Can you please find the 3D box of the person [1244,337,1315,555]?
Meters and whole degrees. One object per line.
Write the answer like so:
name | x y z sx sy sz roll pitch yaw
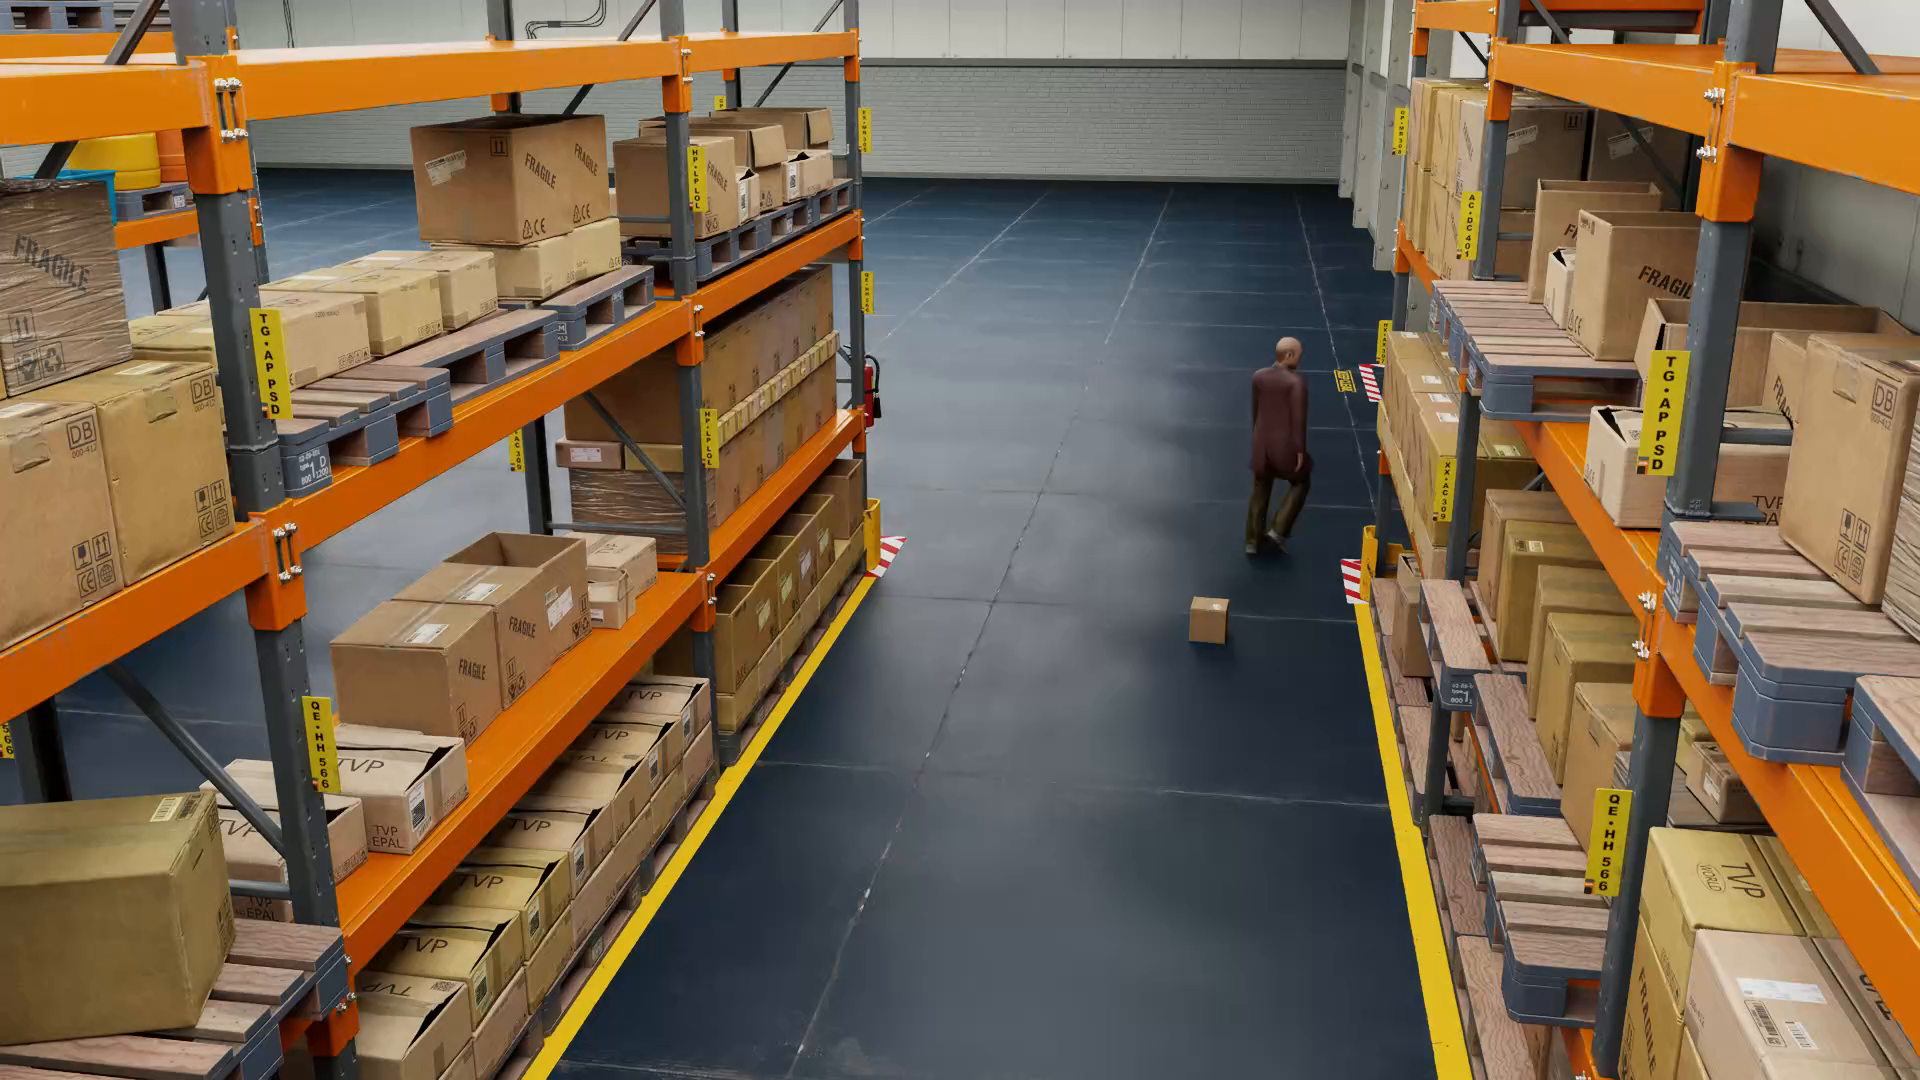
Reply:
person | 2.563 -0.729 13.415 0.654 1.844 0.545 16 23 40
